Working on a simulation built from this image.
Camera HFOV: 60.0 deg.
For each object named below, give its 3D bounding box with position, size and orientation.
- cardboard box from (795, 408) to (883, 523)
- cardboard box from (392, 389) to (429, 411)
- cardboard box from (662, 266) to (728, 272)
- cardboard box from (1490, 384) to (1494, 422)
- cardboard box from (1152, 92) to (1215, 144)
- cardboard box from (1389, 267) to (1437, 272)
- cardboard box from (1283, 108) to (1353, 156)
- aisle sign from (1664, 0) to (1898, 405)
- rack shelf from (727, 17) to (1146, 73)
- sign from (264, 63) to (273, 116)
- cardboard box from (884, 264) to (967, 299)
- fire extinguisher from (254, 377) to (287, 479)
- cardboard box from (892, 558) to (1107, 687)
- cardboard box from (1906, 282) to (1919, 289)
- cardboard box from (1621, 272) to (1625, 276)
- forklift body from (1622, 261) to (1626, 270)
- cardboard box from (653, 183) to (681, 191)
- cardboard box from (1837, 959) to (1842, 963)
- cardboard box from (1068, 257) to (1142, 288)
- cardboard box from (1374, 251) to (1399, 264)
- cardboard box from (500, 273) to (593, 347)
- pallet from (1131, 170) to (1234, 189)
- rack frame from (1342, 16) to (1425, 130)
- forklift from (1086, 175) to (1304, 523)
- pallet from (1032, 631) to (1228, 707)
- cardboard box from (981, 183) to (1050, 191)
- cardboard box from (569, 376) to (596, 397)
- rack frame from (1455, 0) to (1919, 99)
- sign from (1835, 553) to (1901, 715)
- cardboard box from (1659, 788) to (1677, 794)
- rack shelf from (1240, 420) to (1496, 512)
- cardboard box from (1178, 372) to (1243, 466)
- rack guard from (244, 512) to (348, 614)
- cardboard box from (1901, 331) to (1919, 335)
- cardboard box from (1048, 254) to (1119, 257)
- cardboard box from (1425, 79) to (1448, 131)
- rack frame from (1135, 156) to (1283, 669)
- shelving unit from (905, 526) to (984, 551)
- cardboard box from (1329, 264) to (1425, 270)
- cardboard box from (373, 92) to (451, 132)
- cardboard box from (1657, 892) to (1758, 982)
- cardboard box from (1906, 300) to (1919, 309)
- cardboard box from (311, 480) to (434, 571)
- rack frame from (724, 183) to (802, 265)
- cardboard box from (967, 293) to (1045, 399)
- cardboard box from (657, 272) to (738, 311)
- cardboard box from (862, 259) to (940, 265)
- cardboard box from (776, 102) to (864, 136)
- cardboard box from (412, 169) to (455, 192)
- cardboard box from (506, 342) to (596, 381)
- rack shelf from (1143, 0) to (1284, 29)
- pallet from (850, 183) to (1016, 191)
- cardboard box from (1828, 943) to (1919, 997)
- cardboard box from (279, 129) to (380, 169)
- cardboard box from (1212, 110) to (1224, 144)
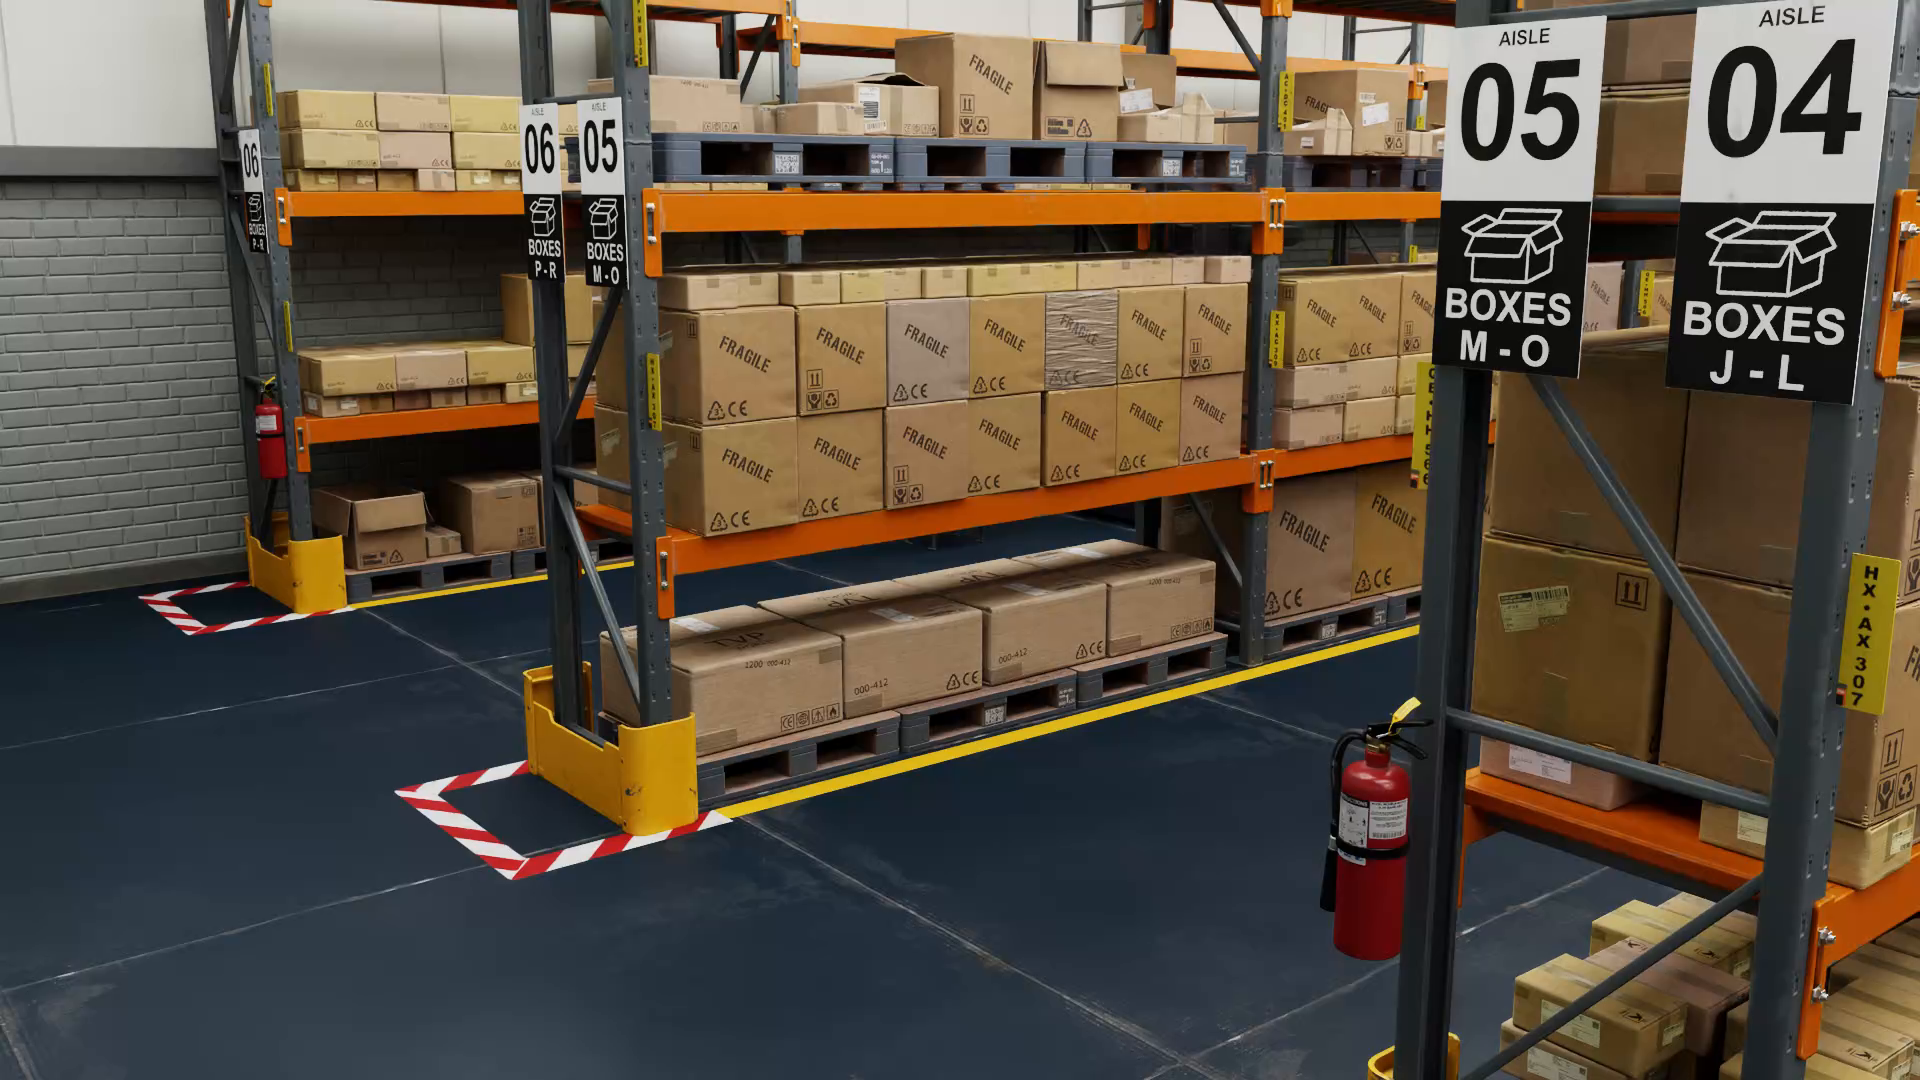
[{"bbox_3d":[-0.719,-0.396,8.032,0.500,0.500,0.500,-10,15,-38],"label":"cardboard box"},{"bbox_3d":[-3.973,-1.021,11.822,0.250,0.149,0.380,-10,15,-38],"label":"cardboard box"},{"bbox_3d":[-1.312,-1.232,8.002,0.250,0.149,0.380,-9,15,-37],"label":"cardboard box"},{"bbox_3d":[3.191,-0.916,11.081,0.500,0.250,0.500,-10,15,-39],"label":"cardboard box"},{"bbox_3d":[1.174,-2.301,9.095,0.258,0.266,0.396,-9,15,-36],"label":"cardboard box"},{"bbox_3d":[3.169,-1.532,10.974,0.500,0.500,0.500,-10,15,-39],"label":"cardboard box"},{"bbox_3d":[2.082,-2.395,9.779,0.258,0.266,0.396,-10,15,-38],"label":"cardboard box"},{"bbox_3d":[1.651,-0.685,3.374,0.004,0.787,0.394,-9,15,-38],"label":"aisle sign"},{"bbox_3d":[-0.069,-4.231,14.586,4.000,0.370,1.077,-9,15,-38],"label":"rack shelf"},{"bbox_3d":[-4.415,-2.873,10.610,0.005,0.325,0.100,-9,15,-38],"label":"sign"},{"bbox_3d":[-0.178,-1.284,8.243,0.250,0.149,0.380,-9,15,-37],"label":"cardboard box"},{"bbox_3d":[-4.580,-0.752,11.030,0.183,0.674,0.296,-9,15,-38],"label":"fire extinguisher"},{"bbox_3d":[0.217,0.448,9.455,0.875,0.438,0.875,-10,16,-39],"label":"cardboard box"},{"bbox_3d":[8.199,-2.524,14.929,0.500,0.500,0.700,-10,15,-38],"label":"cardboard box"},{"bbox_3d":[5.175,-1.872,13.256,0.500,0.500,0.500,-10,15,-39],"label":"cardboard box"},{"bbox_3d":[7.399,-2.185,18.740,1.214,2.155,2.313,-9,15,-38],"label":"forklift body"},{"bbox_3d":[-2.330,-2.739,12.689,0.250,0.149,0.380,-10,15,-38],"label":"cardboard box"},{"bbox_3d":[2.767,1.290,5.468,0.250,0.149,0.380,-9,15,-35],"label":"cardboard box"},{"bbox_3d":[0.770,-1.461,9.077,0.250,0.149,0.380,-10,15,-38],"label":"cardboard box"},{"bbox_3d":[4.899,-3.251,19.199,0.250,0.149,0.380,-10,16,-39],"label":"cardboard box"},{"bbox_3d":[-3.060,-1.715,12.322,0.500,0.500,0.500,-9,15,-36],"label":"cardboard box"},{"bbox_3d":[1.967,-3.581,16.506,1.003,0.211,1.213,-9,15,-35],"label":"pallet"},{"bbox_3d":[4.616,-5.558,18.136,0.127,3.000,1.000,-9,15,-38],"label":"rack frame"},{"bbox_3d":[2.362,-1.799,15.045,3.031,2.935,1.130,-9,15,-38],"label":"forklift"},{"bbox_3d":[0.830,0.670,9.967,1.213,0.211,1.003,-9,15,-38],"label":"pallet"},{"bbox_3d":[0.461,-3.262,14.907,0.500,0.250,0.500,-9,15,-38],"label":"cardboard box"},{"bbox_3d":[-2.938,-1.182,12.580,0.250,0.149,0.380,-9,15,-38],"label":"cardboard box"},{"bbox_3d":[1.521,-2.406,3.295,0.127,3.000,1.000,-9,15,-38],"label":"rack frame"},{"bbox_3d":[1.860,0.193,3.414,0.005,0.325,0.100,-9,15,-38],"label":"sign"},{"bbox_3d":[1.817,0.537,4.483,0.250,0.149,0.380,-9,15,-38],"label":"cardboard box"},{"bbox_3d":[3.035,-0.688,11.379,4.000,0.370,1.077,-9,15,-38],"label":"rack shelf"},{"bbox_3d":[1.271,-0.728,9.593,0.500,0.500,0.500,-9,15,-37],"label":"cardboard box"},{"bbox_3d":[-4.695,0.147,11.733,0.348,0.500,1.175,-9,15,-38],"label":"rack guard"},{"bbox_3d":[2.847,-0.301,4.459,0.500,0.500,0.500,-10,15,-39],"label":"cardboard box"},{"bbox_3d":[0.701,-1.561,9.548,0.250,0.149,0.380,-10,15,-38],"label":"cardboard box"},{"bbox_3d":[3.401,-2.745,10.862,0.500,0.500,0.500,-9,15,-37],"label":"cardboard box"},{"bbox_3d":[1.473,-0.780,10.082,0.127,3.000,1.000,-9,15,-38],"label":"rack frame"},{"bbox_3d":[-0.129,-1.006,13.310,0.503,2.100,0.431,-9,15,-38],"label":"shelving unit"},{"bbox_3d":[2.867,-1.618,11.377,0.500,0.500,0.500,-9,15,-37],"label":"cardboard box"},{"bbox_3d":[-3.842,-2.930,11.424,0.500,0.250,0.500,-10,15,-38],"label":"cardboard box"},{"bbox_3d":[2.373,1.216,5.101,0.250,0.149,0.380,-10,16,-40],"label":"cardboard box"},{"bbox_3d":[3.332,-0.525,5.515,0.500,0.500,0.500,-9,15,-37],"label":"cardboard box"},{"bbox_3d":[-4.217,-0.114,11.944,0.637,0.503,0.797,-10,16,-40],"label":"cardboard box"},{"bbox_3d":[-1.631,-1.585,13.871,0.127,3.000,1.000,-9,15,-38],"label":"rack frame"},{"bbox_3d":[0.088,-1.016,8.546,0.500,0.500,0.500,-9,15,-37],"label":"cardboard box"},{"bbox_3d":[-1.200,-1.118,7.461,0.250,0.149,0.380,-9,15,-36],"label":"cardboard box"},{"bbox_3d":[-0.316,-1.401,8.796,0.250,0.149,0.380,-9,15,-36],"label":"cardboard box"},{"bbox_3d":[-0.657,-1.964,7.787,0.250,0.149,0.380,-9,15,-36],"label":"cardboard box"},{"bbox_3d":[-3.702,-2.498,11.556,0.250,0.149,0.380,-9,15,-36],"label":"cardboard box"},{"bbox_3d":[-3.058,-1.355,12.432,0.500,0.250,0.500,-10,16,-39],"label":"cardboard box"},{"bbox_3d":[-0.089,-2.908,8.353,4.000,0.370,1.077,-9,15,-38],"label":"rack shelf"},{"bbox_3d":[-0.270,-3.169,14.560,1.003,0.211,1.213,-9,15,-38],"label":"pallet"},{"bbox_3d":[2.701,1.301,4.701,0.250,0.149,0.380,-10,16,-40],"label":"cardboard box"},{"bbox_3d":[-4.237,-2.619,11.162,0.500,0.250,0.500,-10,15,-38],"label":"cardboard box"},{"bbox_3d":[2.211,-3.929,16.196,0.500,0.500,0.500,-9,15,-37],"label":"cardboard box"}]
